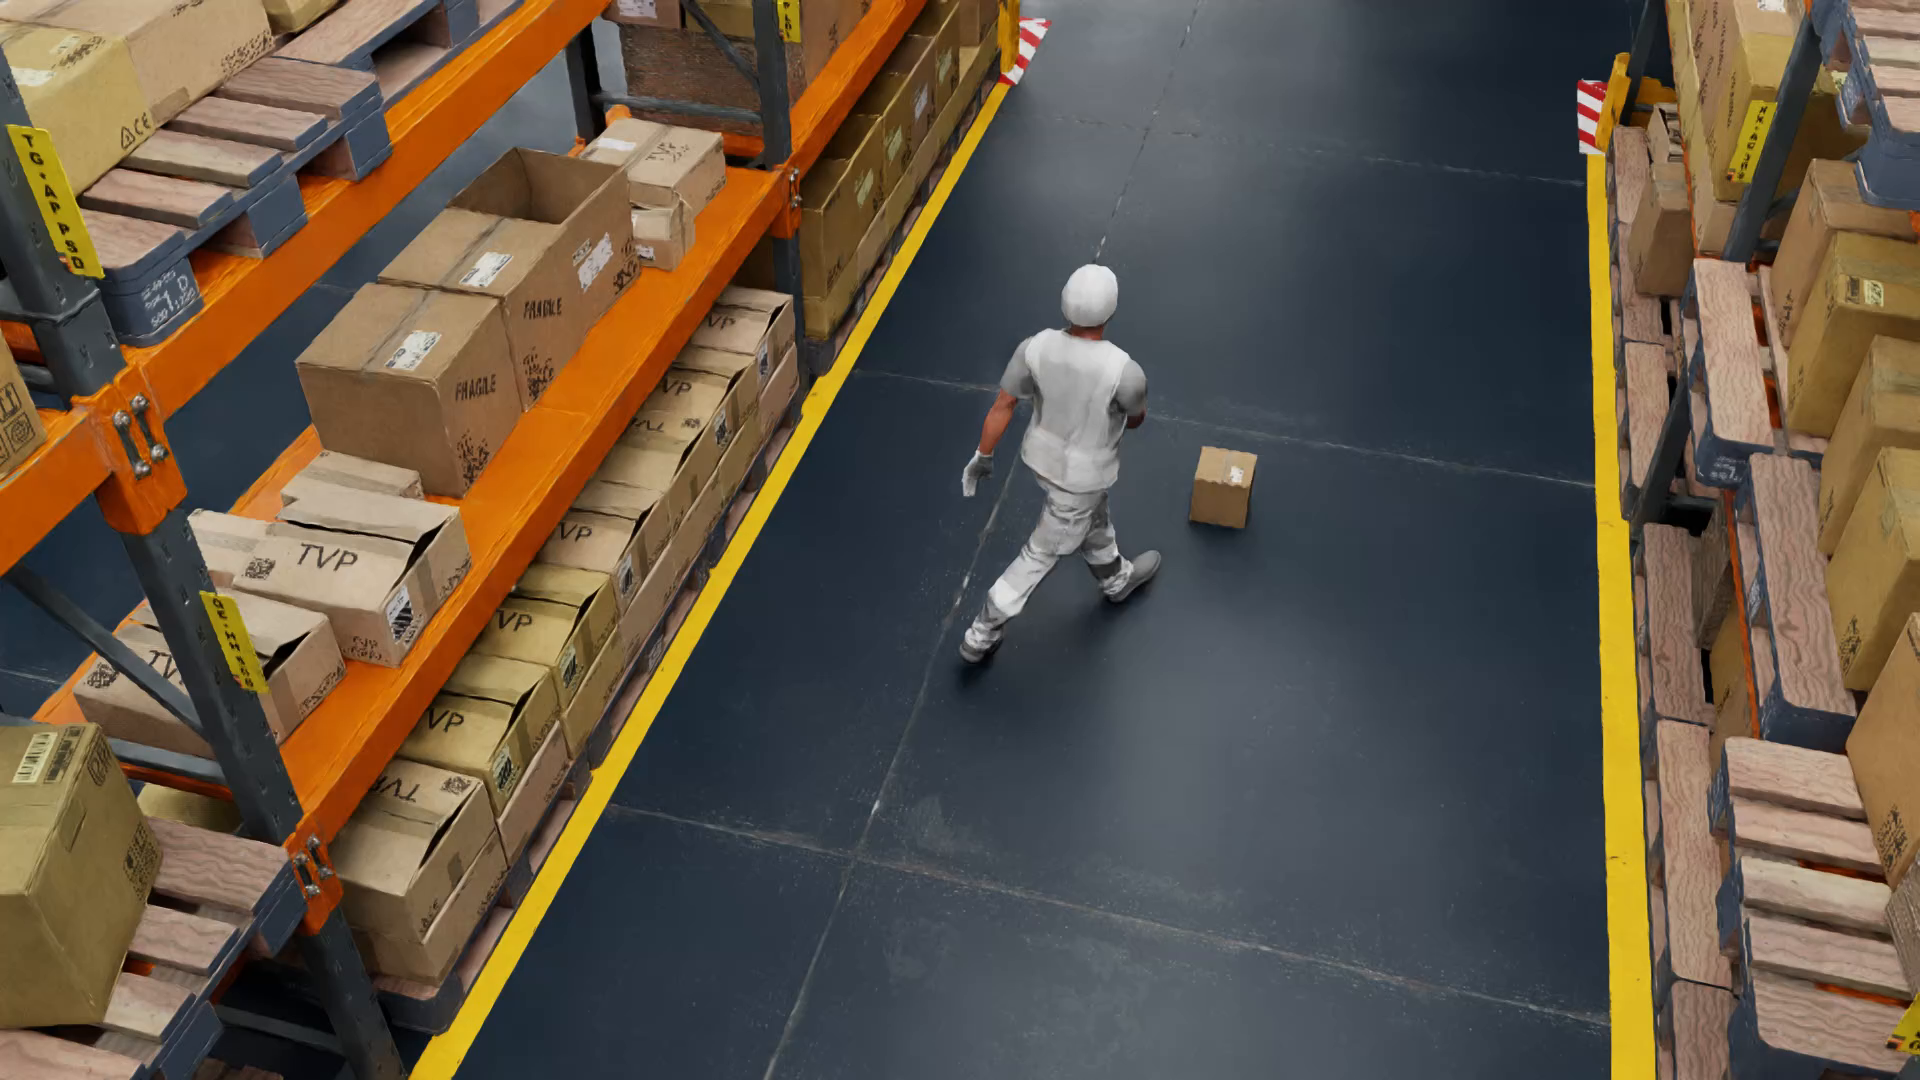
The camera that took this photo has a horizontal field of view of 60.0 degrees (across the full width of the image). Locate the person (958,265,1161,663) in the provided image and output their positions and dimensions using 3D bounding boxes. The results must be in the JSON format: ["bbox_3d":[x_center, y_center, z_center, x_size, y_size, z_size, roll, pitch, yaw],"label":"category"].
[{"bbox_3d":[0.420,-0.308,6.525,1.069,1.738,0.547,-31,49,-31],"label":"person"}]
